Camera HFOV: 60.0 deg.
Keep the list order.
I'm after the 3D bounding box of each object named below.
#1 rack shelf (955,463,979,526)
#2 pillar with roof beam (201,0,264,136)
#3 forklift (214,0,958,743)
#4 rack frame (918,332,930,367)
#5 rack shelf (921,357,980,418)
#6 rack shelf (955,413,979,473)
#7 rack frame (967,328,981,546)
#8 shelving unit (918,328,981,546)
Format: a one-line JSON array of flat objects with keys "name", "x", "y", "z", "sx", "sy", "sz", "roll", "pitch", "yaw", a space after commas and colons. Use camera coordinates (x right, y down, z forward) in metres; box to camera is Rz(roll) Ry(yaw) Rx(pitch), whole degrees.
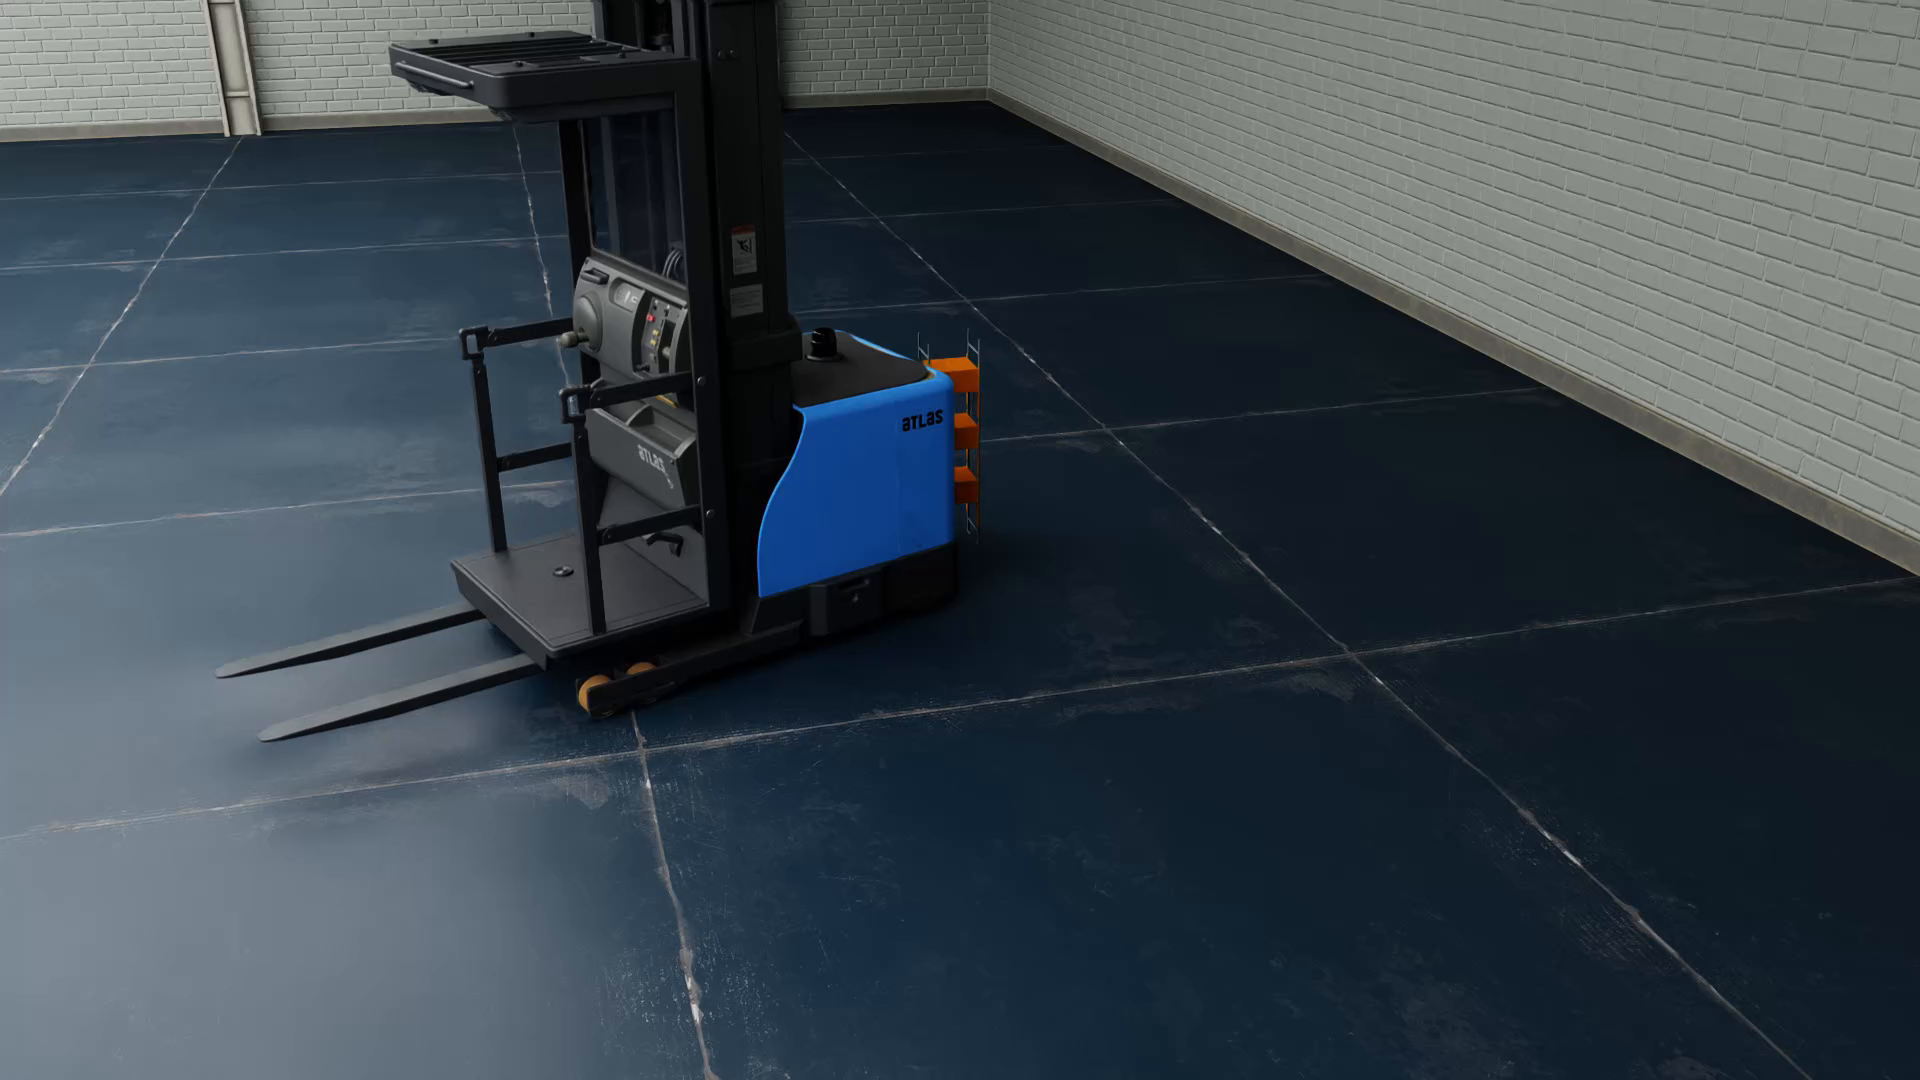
[{"name": "rack shelf", "x": -0.052, "y": -0.212, "z": 8.143, "sx": 0.240, "sy": 0.259, "sz": 0.215, "roll": -6, "pitch": 24, "yaw": -14}, {"name": "pillar with roof beam", "x": -7.084, "y": -7.189, "z": 13.592, "sx": 0.400, "sy": 9.000, "sz": 9.100, "roll": -6, "pitch": 24, "yaw": -14}, {"name": "forklift", "x": -1.496, "y": -0.876, "z": 6.574, "sx": 3.031, "sy": 2.935, "sz": 1.130, "roll": -16, "pitch": 28, "yaw": -33}, {"name": "rack frame", "x": -0.169, "y": -0.464, "z": 7.999, "sx": 0.008, "sy": 1.050, "sz": 0.200, "roll": -6, "pitch": 24, "yaw": -14}, {"name": "rack shelf", "x": -0.052, "y": -0.728, "z": 7.922, "sx": 0.240, "sy": 0.259, "sz": 0.215, "roll": -6, "pitch": 24, "yaw": -14}, {"name": "rack shelf", "x": -0.052, "y": -0.467, "z": 8.034, "sx": 0.240, "sy": 0.259, "sz": 0.215, "roll": -6, "pitch": 24, "yaw": -14}, {"name": "rack frame", "x": 0.066, "y": -0.490, "z": 8.060, "sx": 0.008, "sy": 1.050, "sz": 0.200, "roll": -6, "pitch": 24, "yaw": -14}, {"name": "shelving unit", "x": -0.052, "y": -0.477, "z": 8.030, "sx": 0.252, "sy": 1.050, "sz": 0.215, "roll": -6, "pitch": 24, "yaw": -14}]
